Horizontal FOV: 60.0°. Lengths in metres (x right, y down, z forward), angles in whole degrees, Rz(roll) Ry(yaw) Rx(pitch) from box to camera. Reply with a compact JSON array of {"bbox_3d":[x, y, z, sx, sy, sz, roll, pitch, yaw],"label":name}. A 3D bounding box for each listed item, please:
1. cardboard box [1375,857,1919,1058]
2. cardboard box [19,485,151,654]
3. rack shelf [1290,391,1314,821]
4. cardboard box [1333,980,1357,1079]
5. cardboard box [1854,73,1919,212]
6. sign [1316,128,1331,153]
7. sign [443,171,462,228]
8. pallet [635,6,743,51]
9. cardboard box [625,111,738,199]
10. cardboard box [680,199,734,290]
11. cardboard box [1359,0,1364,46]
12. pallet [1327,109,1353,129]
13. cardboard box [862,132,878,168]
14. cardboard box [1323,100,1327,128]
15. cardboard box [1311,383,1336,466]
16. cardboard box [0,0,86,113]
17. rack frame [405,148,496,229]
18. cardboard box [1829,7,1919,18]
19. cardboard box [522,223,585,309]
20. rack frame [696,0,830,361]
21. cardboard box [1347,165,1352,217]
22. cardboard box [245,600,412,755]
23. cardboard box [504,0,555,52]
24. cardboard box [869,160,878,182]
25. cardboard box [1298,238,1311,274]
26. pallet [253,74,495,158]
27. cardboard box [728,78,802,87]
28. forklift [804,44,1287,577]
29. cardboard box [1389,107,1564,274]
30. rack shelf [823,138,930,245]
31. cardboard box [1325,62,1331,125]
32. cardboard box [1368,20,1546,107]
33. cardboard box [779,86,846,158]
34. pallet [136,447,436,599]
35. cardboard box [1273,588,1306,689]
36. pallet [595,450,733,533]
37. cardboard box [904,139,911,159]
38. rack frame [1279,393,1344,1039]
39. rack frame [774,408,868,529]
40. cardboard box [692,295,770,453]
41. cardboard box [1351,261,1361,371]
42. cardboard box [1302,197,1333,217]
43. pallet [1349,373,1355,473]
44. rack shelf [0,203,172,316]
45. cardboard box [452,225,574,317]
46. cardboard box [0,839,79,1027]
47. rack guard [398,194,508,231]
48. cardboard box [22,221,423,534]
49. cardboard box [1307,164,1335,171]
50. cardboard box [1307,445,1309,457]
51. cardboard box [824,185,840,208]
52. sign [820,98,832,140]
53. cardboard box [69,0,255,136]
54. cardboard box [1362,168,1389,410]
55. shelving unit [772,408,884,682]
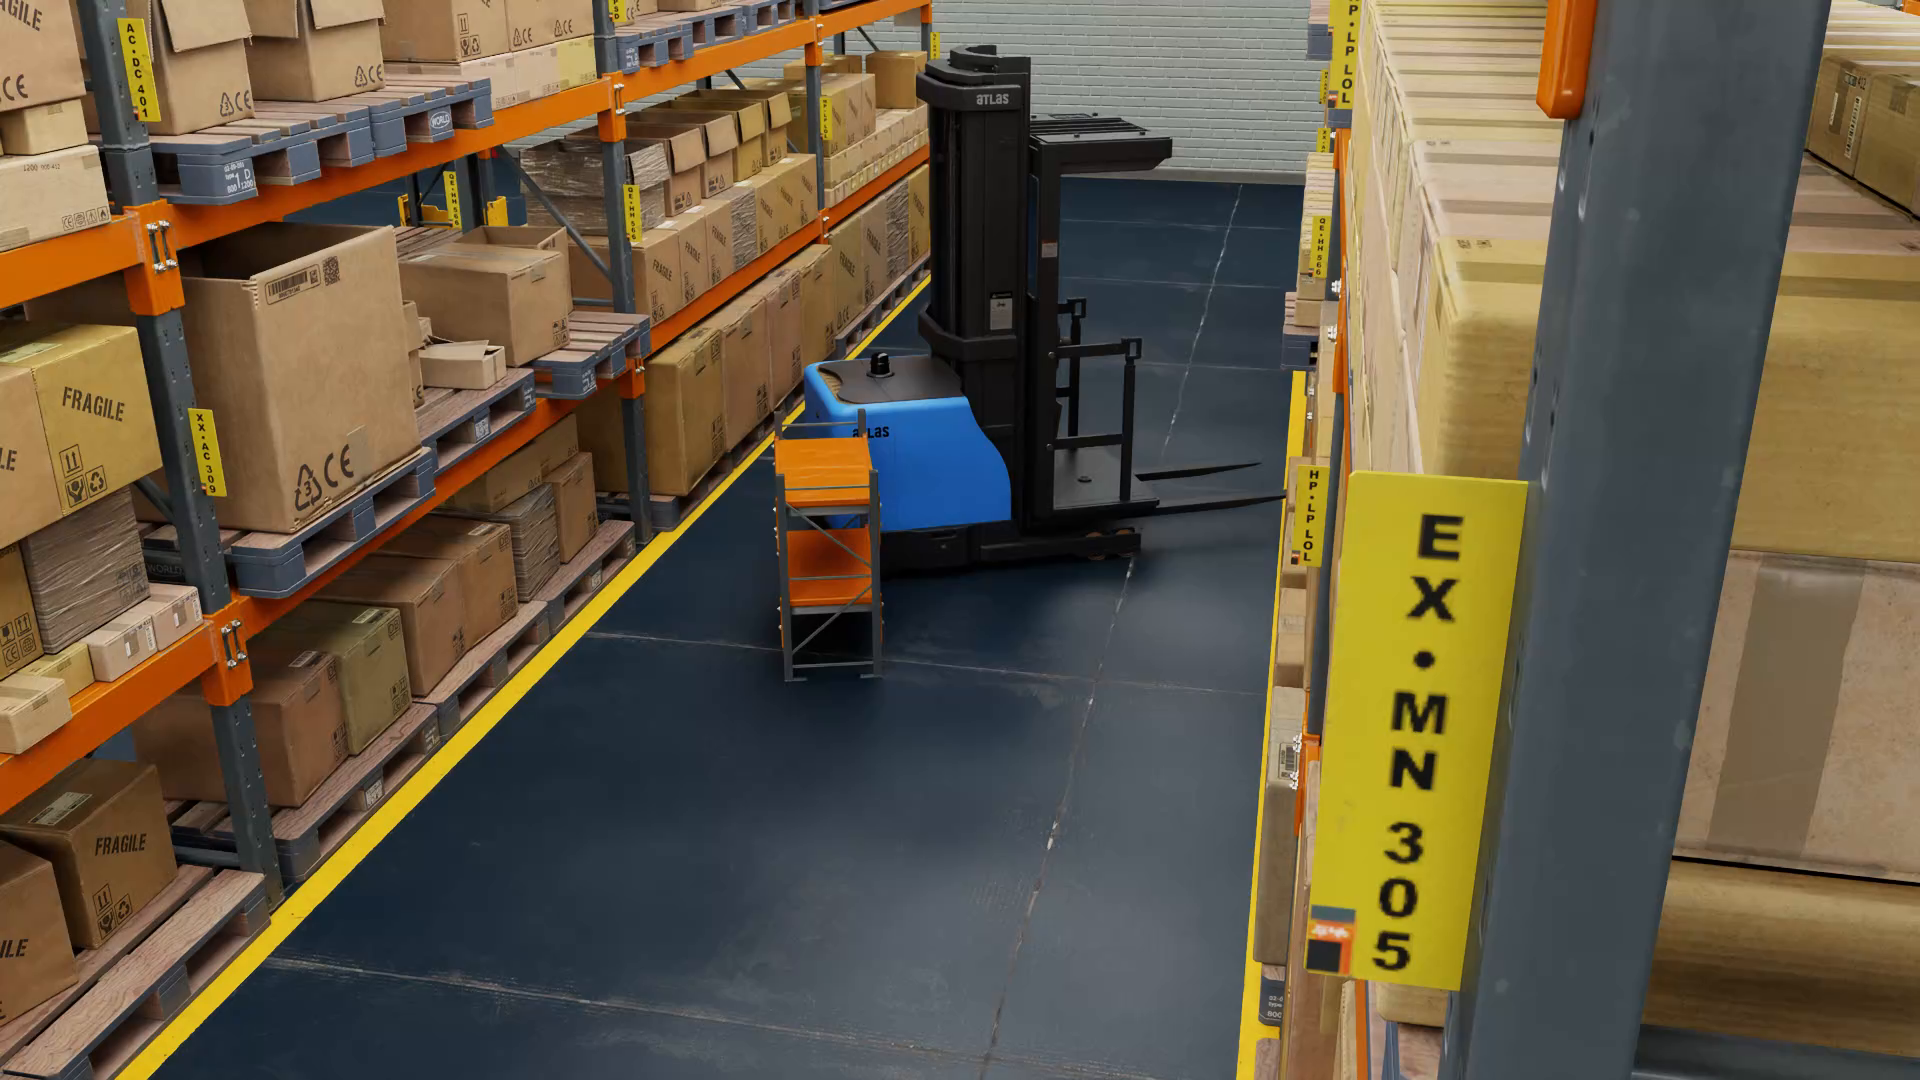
[{"bbox_3d":[0.525,0.266,1.304,0.380,0.149,0.250,4,22,11],"label":"cardboard box"},{"bbox_3d":[-3.383,0.027,5.740,0.875,0.500,0.500,4,22,11],"label":"cardboard box"},{"bbox_3d":[2.013,0.068,7.131,1.077,0.370,4.000,4,22,11],"label":"rack shelf"},{"bbox_3d":[0.924,1.018,2.165,0.875,0.550,0.550,4,22,11],"label":"cardboard box"},{"bbox_3d":[1.429,-0.519,2.186,0.380,0.149,0.250,4,22,10],"label":"cardboard box"},{"bbox_3d":[2.704,-2.900,12.380,0.100,0.325,0.005,4,22,11],"label":"sign"},{"bbox_3d":[-2.958,-1.990,9.730,0.100,0.325,0.005,4,22,11],"label":"sign"},{"bbox_3d":[-2.109,-3.364,10.930,1.003,0.211,1.213,6,23,13],"label":"pallet"},{"bbox_3d":[-1.983,-2.674,11.500,0.797,0.503,0.637,5,23,13],"label":"cardboard box"},{"bbox_3d":[-1.844,-1.992,11.150,0.500,0.500,0.500,4,22,10],"label":"cardboard box"},{"bbox_3d":[1.198,-1.313,4.155,0.380,0.149,0.250,5,22,11],"label":"cardboard box"},{"bbox_3d":[2.341,-2.061,7.693,1.213,0.211,1.003,6,23,13],"label":"pallet"},{"bbox_3d":[-1.039,-3.466,14.748,0.500,0.250,0.500,5,22,12],"label":"cardboard box"},{"bbox_3d":[3.691,-3.964,15.648,0.500,0.500,0.500,6,23,13],"label":"cardboard box"},{"bbox_3d":[1.757,-0.347,7.066,0.500,0.500,0.500,4,22,10],"label":"cardboard box"},{"bbox_3d":[-3.072,-1.573,5.027,0.500,0.500,0.500,4,22,9],"label":"cardboard box"},{"bbox_3d":[-5.630,-4.715,18.046,1.000,3.000,0.127,4,22,11],"label":"rack frame"},{"bbox_3d":[1.687,-0.986,3.345,0.380,0.149,0.250,5,22,12],"label":"cardboard box"},{"bbox_3d":[-2.556,-1.658,10.320,0.500,0.500,0.500,5,23,13],"label":"cardboard box"},{"bbox_3d":[-1.598,-2.875,13.476,1.000,3.000,0.127,4,22,11],"label":"rack frame"},{"bbox_3d":[1.147,-0.848,4.069,0.380,0.149,0.250,5,22,11],"label":"cardboard box"},{"bbox_3d":[-2.968,0.611,7.579,0.700,0.500,0.500,4,22,11],"label":"cardboard box"},{"bbox_3d":[-2.361,-2.700,8.223,0.500,0.500,0.500,4,22,11],"label":"cardboard box"},{"bbox_3d":[-0.948,-3.315,14.906,0.380,0.149,0.250,5,22,12],"label":"cardboard box"},{"bbox_3d":[2.072,-1.565,9.202,0.380,0.149,0.250,4,22,9],"label":"cardboard box"},{"bbox_3d":[-2.791,-1.850,7.169,1.213,0.211,1.003,4,22,11],"label":"pallet"},{"bbox_3d":[-1.660,-3.662,14.231,0.500,0.500,0.500,5,22,11],"label":"cardboard box"},{"bbox_3d":[0.607,-1.420,9.956,3.031,2.935,1.130,-6,23,-14],"label":"forklift"},{"bbox_3d":[0.681,-0.386,1.854,0.380,0.149,0.250,5,22,12],"label":"cardboard box"},{"bbox_3d":[-1.190,-3.272,15.427,1.077,0.370,4.000,4,22,11],"label":"rack shelf"},{"bbox_3d":[3.169,-3.490,13.133,0.500,0.500,0.500,4,22,9],"label":"cardboard box"},{"bbox_3d":[0.939,-0.847,2.999,0.380,0.149,0.250,4,22,11],"label":"cardboard box"},{"bbox_3d":[-1.250,-3.447,13.695,0.500,0.500,0.500,4,22,11],"label":"cardboard box"},{"bbox_3d":[-2.932,-0.128,6.914,1.003,0.211,1.213,4,22,11],"label":"pallet"},{"bbox_3d":[1.844,0.729,6.979,1.050,0.750,0.750,4,22,11],"label":"cardboard box"},{"bbox_3d":[-2.179,-0.401,11.066,1.003,0.211,1.213,4,22,11],"label":"pallet"},{"bbox_3d":[-0.688,-3.787,16.078,0.380,0.149,0.250,5,22,12],"label":"cardboard box"},{"bbox_3d":[1.605,0.466,5.181,1.000,3.000,0.127,4,22,11],"label":"rack frame"},{"bbox_3d":[-0.767,-0.186,9.310,0.500,1.125,0.032,-2,22,-6],"label":"rack frame"},{"bbox_3d":[-2.063,-1.197,11.593,1.225,0.875,0.875,5,22,11],"label":"cardboard box"},{"bbox_3d":[0.887,-0.386,2.923,0.380,0.149,0.250,5,22,12],"label":"cardboard box"},{"bbox_3d":[2.338,-2.038,10.376,0.380,0.149,0.250,6,23,14],"label":"cardboard box"},{"bbox_3d":[1.176,-0.141,2.792,1.003,0.211,1.213,4,22,11],"label":"pallet"},{"bbox_3d":[-3.638,-0.275,3.969,1.077,0.370,4.000,4,22,11],"label":"rack shelf"},{"bbox_3d":[-2.485,-1.452,9.249,0.500,0.500,0.500,2,22,4],"label":"cardboard box"},{"bbox_3d":[-3.461,1.369,5.723,0.500,0.500,0.500,12,25,28],"label":"cardboard box"},{"bbox_3d":[-5.638,-3.565,18.537,1.175,0.500,0.348,4,22,11],"label":"rack guard"},{"bbox_3d":[-2.931,-0.702,6.716,1.000,1.000,1.000,5,22,11],"label":"cardboard box"},{"bbox_3d":[2.601,-2.509,11.546,0.380,0.149,0.250,5,22,11],"label":"cardboard box"},{"bbox_3d":[2.299,-0.293,9.849,0.500,0.500,0.500,4,22,11],"label":"cardboard box"},{"bbox_3d":[-1.212,-2.841,13.729,0.380,0.149,0.250,5,22,11],"label":"cardboard box"},{"bbox_3d":[-1.065,-3.337,13.181,0.100,0.325,0.005,4,22,11],"label":"sign"},{"bbox_3d":[-3.037,-1.747,5.961,0.797,0.503,0.637,3,22,8],"label":"cardboard box"},{"bbox_3d":[0.821,-0.339,2.271,0.500,0.250,0.500,4,22,11],"label":"cardboard box"},{"bbox_3d":[-0.710,0.003,8.841,0.538,1.125,1.048,-2,22,-6],"label":"shelving unit"}]
